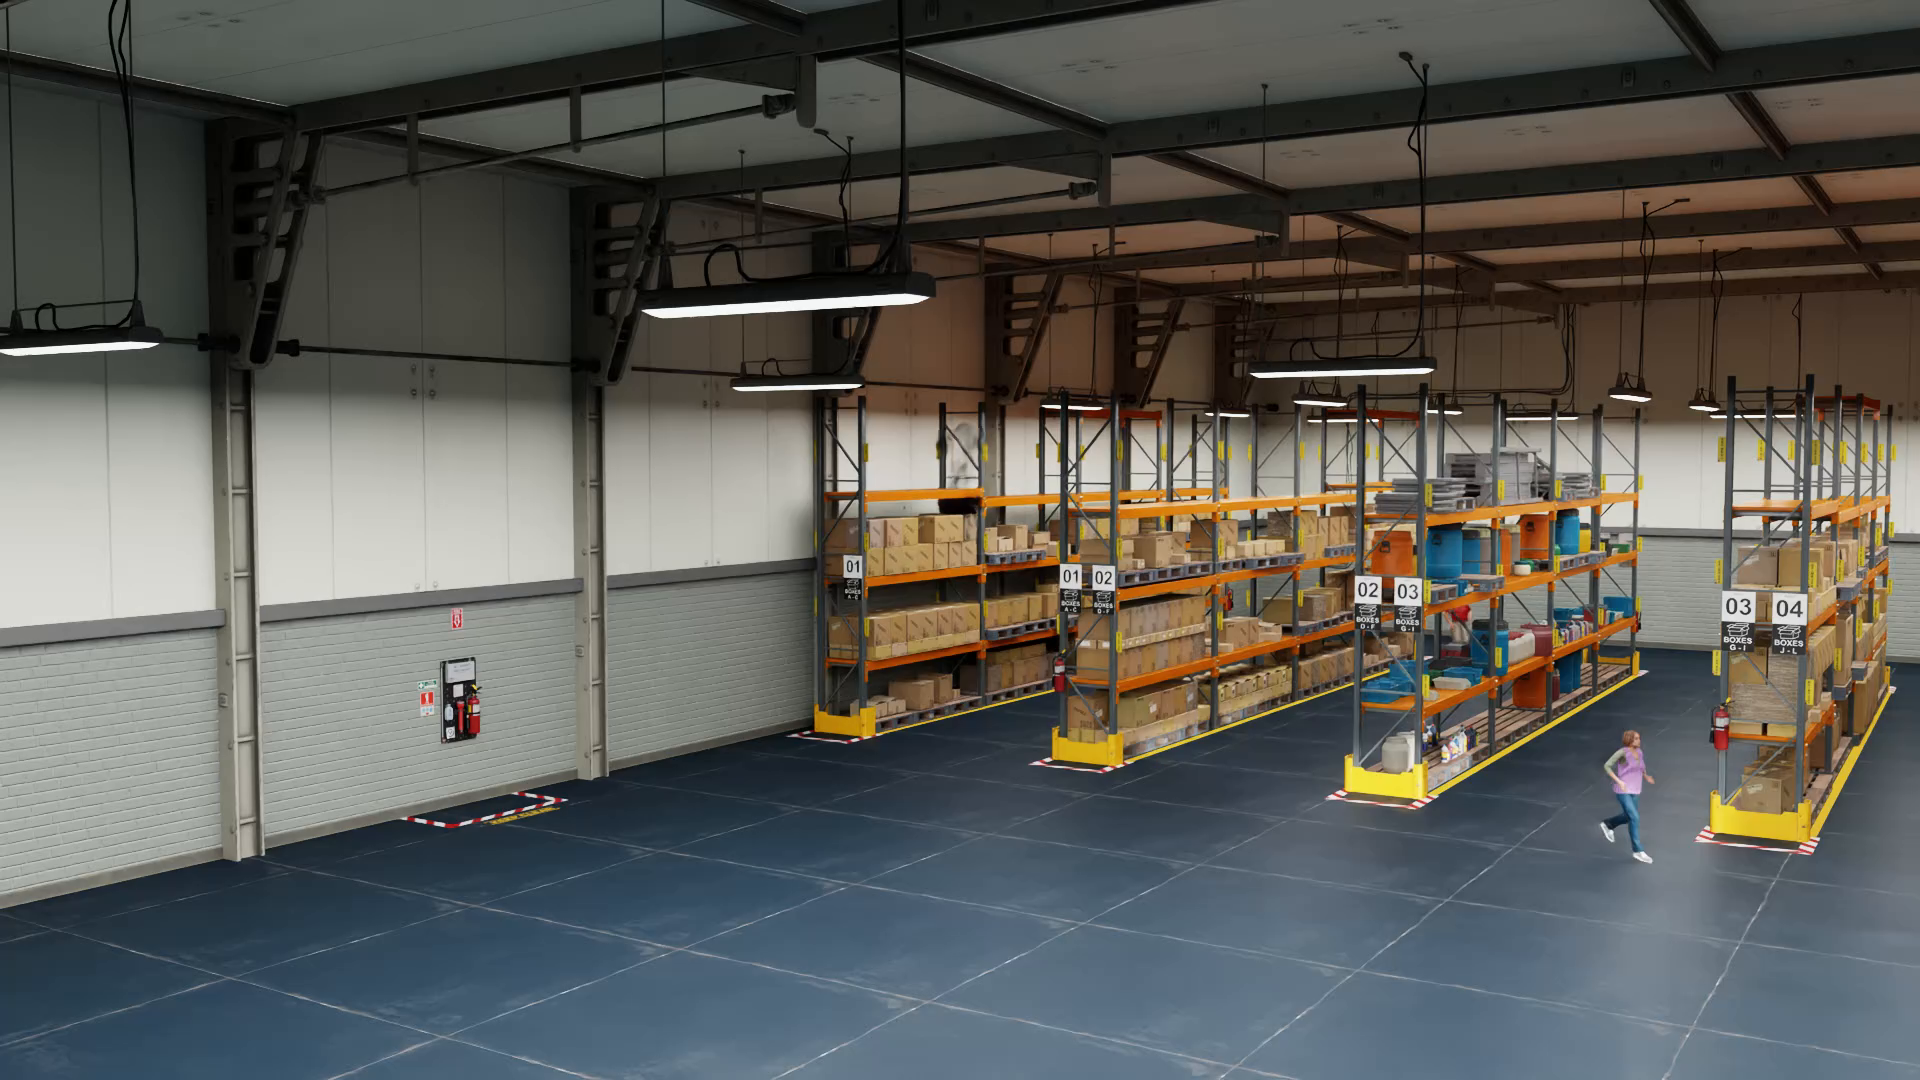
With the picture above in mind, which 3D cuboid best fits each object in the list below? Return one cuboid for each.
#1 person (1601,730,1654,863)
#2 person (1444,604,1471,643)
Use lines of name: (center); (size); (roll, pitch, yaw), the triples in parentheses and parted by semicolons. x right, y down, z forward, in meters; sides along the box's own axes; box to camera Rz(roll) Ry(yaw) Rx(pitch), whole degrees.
person: (8.225, 3.131, 20.601); (0.545, 1.593, 0.842); (-2, 3, -28)
person: (11.991, 2.074, 39.934); (0.693, 1.694, 0.539); (0, 3, -6)
